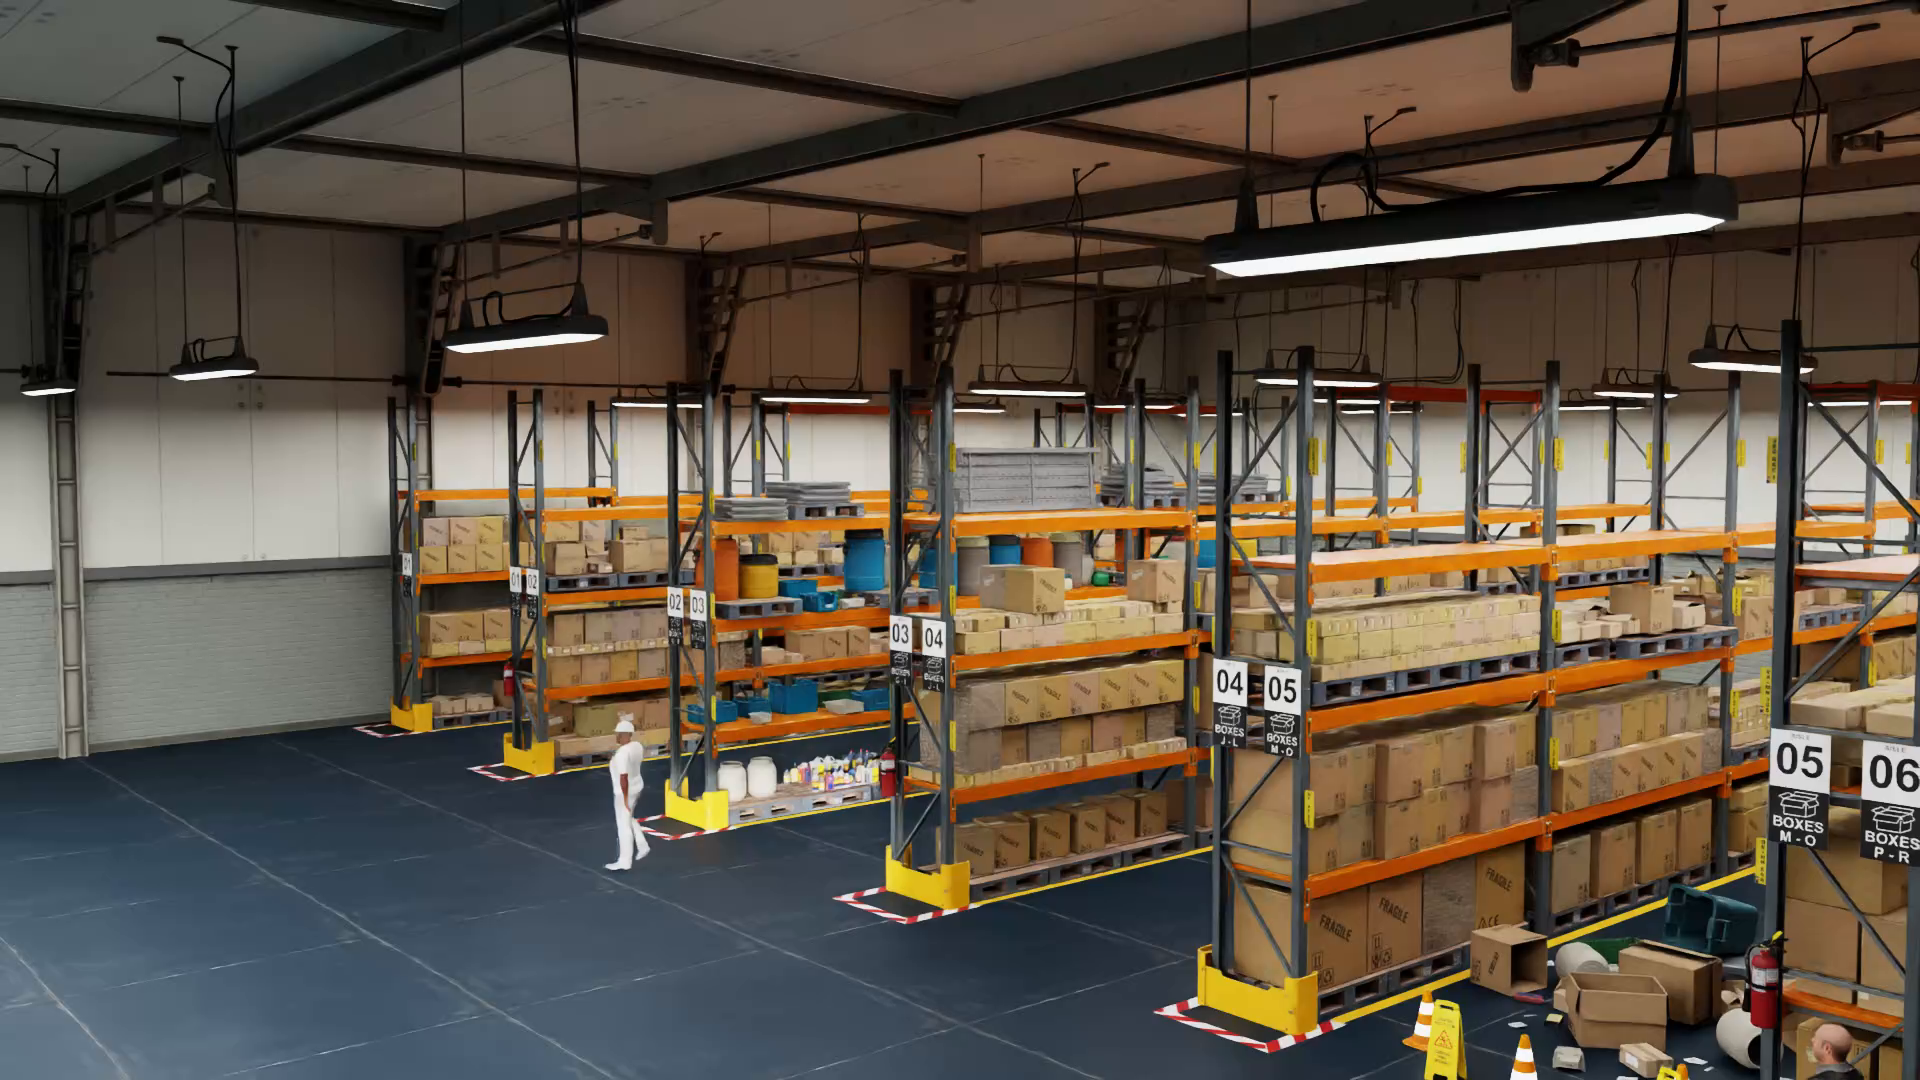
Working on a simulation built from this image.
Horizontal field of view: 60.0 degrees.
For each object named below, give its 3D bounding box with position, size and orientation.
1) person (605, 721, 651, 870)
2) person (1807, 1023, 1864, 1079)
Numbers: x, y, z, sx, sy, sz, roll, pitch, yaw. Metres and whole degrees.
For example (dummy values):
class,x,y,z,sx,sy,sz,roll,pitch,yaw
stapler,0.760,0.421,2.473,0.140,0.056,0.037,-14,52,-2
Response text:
class,x,y,z,sx,sy,sz,roll,pitch,yaw
person,-4.034,3.082,20.244,0.423,1.775,0.609,1,3,11
person,5.165,3.723,9.857,0.676,1.711,0.530,2,4,26
